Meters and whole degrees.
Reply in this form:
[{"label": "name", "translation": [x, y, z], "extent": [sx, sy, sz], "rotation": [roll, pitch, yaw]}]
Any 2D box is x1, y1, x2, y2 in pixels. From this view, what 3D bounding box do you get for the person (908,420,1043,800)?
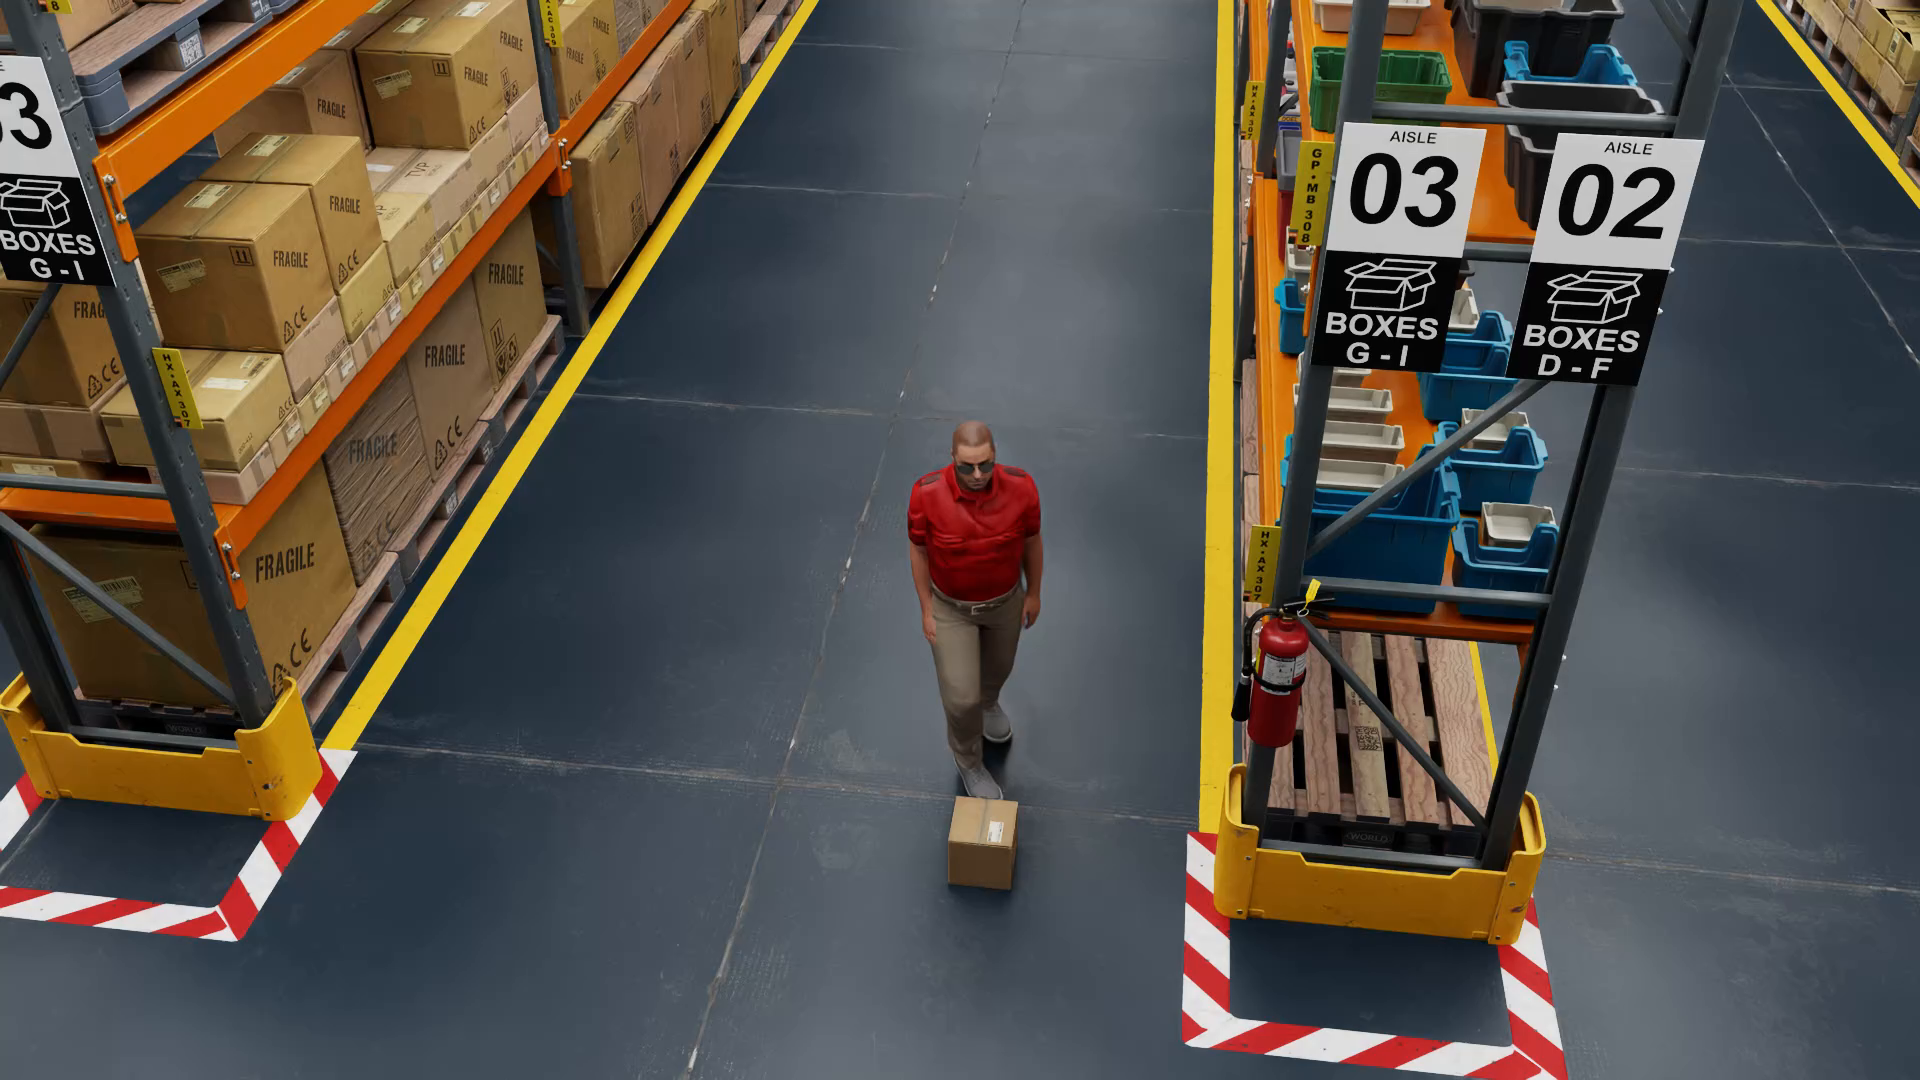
[{"label": "person", "translation": [0.071, 0.248, 6.725], "extent": [0.538, 1.719, 0.674], "rotation": [-8, 37, -11]}]
